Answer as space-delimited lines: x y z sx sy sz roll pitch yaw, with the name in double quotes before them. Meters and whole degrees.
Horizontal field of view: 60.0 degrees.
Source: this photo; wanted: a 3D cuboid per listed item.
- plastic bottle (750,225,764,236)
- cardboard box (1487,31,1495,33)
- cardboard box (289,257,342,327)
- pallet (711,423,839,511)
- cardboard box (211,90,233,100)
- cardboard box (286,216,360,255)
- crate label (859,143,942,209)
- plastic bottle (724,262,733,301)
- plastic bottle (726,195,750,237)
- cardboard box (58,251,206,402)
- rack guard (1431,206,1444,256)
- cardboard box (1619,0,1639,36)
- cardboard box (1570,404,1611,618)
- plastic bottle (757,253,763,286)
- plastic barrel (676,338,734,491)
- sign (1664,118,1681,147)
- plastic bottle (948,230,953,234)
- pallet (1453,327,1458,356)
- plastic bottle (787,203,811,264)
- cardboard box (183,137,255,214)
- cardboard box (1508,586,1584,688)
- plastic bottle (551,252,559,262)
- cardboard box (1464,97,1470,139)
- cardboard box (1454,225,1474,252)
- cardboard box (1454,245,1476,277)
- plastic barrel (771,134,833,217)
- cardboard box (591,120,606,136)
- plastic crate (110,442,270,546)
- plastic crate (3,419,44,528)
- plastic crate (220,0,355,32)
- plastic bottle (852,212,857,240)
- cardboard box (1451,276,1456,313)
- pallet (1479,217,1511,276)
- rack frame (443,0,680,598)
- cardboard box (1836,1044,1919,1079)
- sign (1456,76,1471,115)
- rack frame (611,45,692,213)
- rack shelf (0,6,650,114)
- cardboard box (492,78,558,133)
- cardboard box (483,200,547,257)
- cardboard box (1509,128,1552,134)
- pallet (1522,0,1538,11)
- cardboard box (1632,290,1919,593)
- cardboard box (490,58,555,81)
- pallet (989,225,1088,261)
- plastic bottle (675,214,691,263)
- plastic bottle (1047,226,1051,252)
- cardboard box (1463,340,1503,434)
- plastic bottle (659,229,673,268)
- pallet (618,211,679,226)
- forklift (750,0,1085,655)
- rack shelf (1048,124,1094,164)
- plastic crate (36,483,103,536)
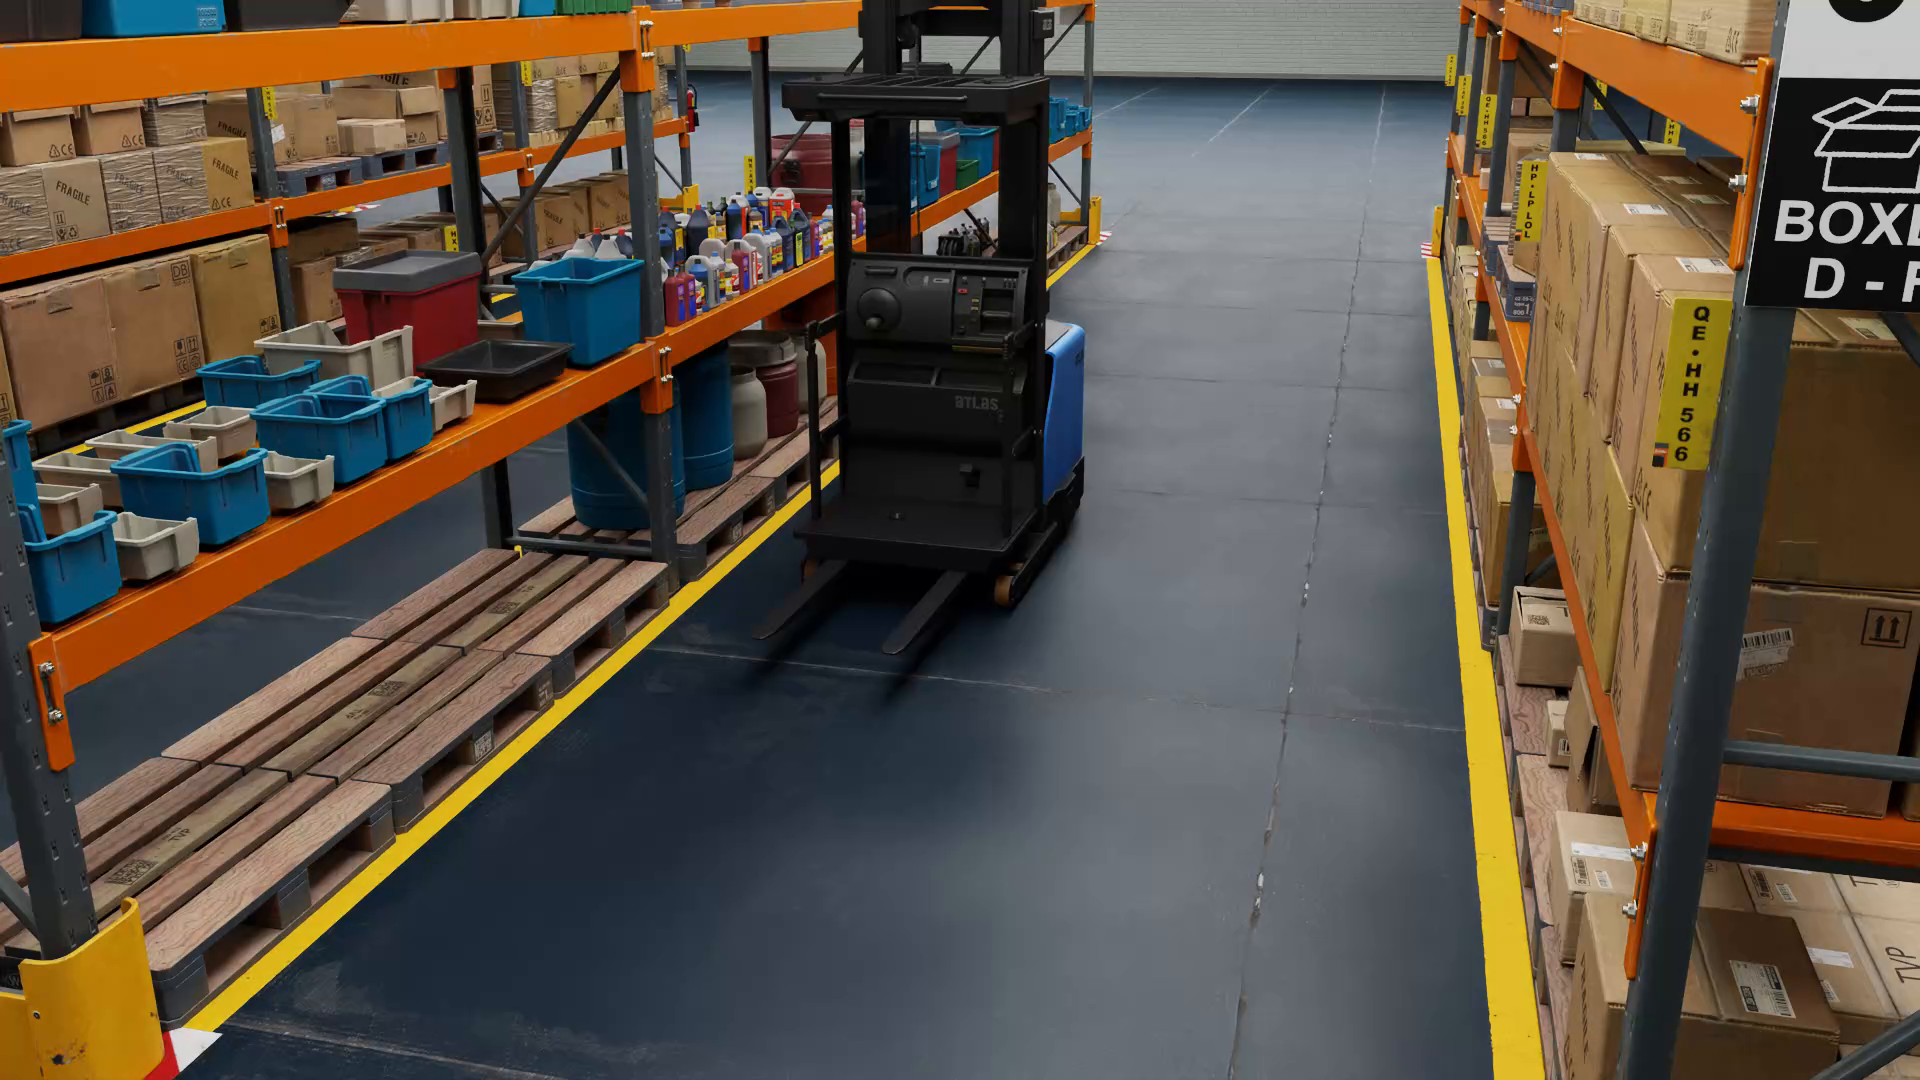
"plastic bottle" -1.193 -1.712 9.758 0.097 0.271 0.097 0 19 0
"cardboard box" 5.183 -4.420 15.325 0.700 0.500 0.500 5 19 13
"cardboard box" -5.603 -2.070 13.794 0.700 0.500 0.500 4 19 10
"pallet" -1.396 -0.491 10.298 1.003 0.211 1.213 5 19 13
"cardboard box" -9.085 -5.206 19.557 0.875 0.550 0.500 5 19 13
"cardboard box" -5.492 -2.593 14.165 0.500 0.250 0.500 7 20 20
"crate label" -0.439 -2.749 12.540 0.502 0.435 0.616 5 19 13
"plastic bottle" -1.271 -1.389 8.920 0.097 0.201 0.097 0 19 0
"plastic bottle" -1.476 -2.128 10.970 0.152 0.276 0.135 5 19 13
"cardboard box" -6.161 -1.533 11.673 1.225 0.875 0.875 5 19 14
"rack guard" 5.819 -3.382 18.315 1.175 0.500 0.348 5 19 13
"cardboard box" 2.154 -1.542 4.652 0.500 0.250 0.500 5 19 13
"cardboard box" 2.000 -0.070 4.598 0.500 0.500 0.500 5 19 14
"plastic bottle" -1.158 -1.534 9.345 0.097 0.201 0.097 0 19 0
"plastic barrel" -1.599 -0.785 9.443 0.600 0.901 0.708 5 19 13
"sign" 4.387 -2.520 10.257 0.100 0.325 0.005 5 19 13
"plastic bottle" -0.089 -2.875 16.382 0.144 0.351 0.185 4 19 12
"pallet" 4.693 -1.750 13.984 1.003 0.211 1.213 5 19 13
"plastic bottle" -0.988 -1.854 10.050 0.144 0.351 0.185 5 19 13
"cardboard box" -5.627 -2.706 12.316 0.500 0.500 0.500 5 20 15
"cardboard box" 2.569 0.383 6.906 0.500 0.311 0.500 5 19 13
"plastic bottle" -2.126 -1.358 8.704 0.061 0.283 0.133 5 19 13
"cardboard box" 5.686 -4.459 17.448 0.700 0.500 0.500 5 19 13
"cardboard box" 4.870 -2.874 15.406 0.500 0.500 0.500 5 19 13
"cardboard box" 4.493 -2.357 14.183 0.500 0.311 0.500 5 19 14
"plastic barrel" -1.124 -2.676 12.171 0.600 0.536 0.708 5 19 13
"cardboard box" -4.072 -4.483 18.060 0.380 0.149 0.250 5 19 13
"plastic crate" -2.358 -0.142 5.128 0.416 0.233 0.300 5 19 13
"plastic crate" -2.998 -0.100 4.691 0.616 0.435 0.499 5 19 13
"plastic crate" -2.259 -1.782 5.219 0.504 0.338 0.767 5 19 13
"plastic bottle" -0.731 -2.081 10.946 0.097 0.201 0.097 0 19 0
"cardboard box" 4.497 -2.094 14.282 0.500 0.250 0.500 4 19 12
"pallet" 3.761 -1.741 9.941 1.213 0.211 1.003 5 19 13
"rack frame" -1.921 -1.188 8.026 1.000 3.000 0.127 5 19 13
"cardboard box" 2.400 1.408 4.128 0.380 0.166 0.250 5 19 13
"sign" 4.297 -3.794 14.193 0.100 0.325 0.005 5 19 13
"rack frame" -3.792 -5.341 20.183 1.000 3.000 0.127 5 19 13
"rack shelf" -2.410 -1.641 5.822 1.077 0.370 4.000 5 19 13
"cardboard box" -4.600 -4.411 16.847 0.875 0.500 0.500 5 19 13
"cardboard box" -4.633 -3.225 17.206 0.500 0.500 0.500 4 19 12
"cardboard box" 4.503 -2.946 13.018 0.500 0.500 0.500 6 20 17
"pallet" 3.359 -2.651 7.958 1.213 0.211 1.003 5 19 13
"cardboard box" 1.746 -0.224 3.501 0.500 0.500 0.500 4 19 13
"cardboard box" -4.413 -4.869 16.641 0.500 0.500 0.500 5 19 13
"pallet" 0.834 -3.348 18.664 1.003 0.211 1.213 5 19 13
"plastic bottle" -1.702 -1.839 10.122 0.152 0.276 0.135 5 19 13
"plastic bottle" 0.865 -3.138 17.268 0.152 0.276 0.135 4 19 12
"cardboard box" 3.470 -0.955 10.529 0.500 0.500 0.500 6 20 16
"plastic bottle" -1.711 -1.660 9.606 0.097 0.271 0.097 0 19 0
"pallet" -4.044 -3.745 19.827 1.003 0.211 1.213 5 19 13
"forklift" -0.175 -1.191 8.141 1.130 2.935 3.031 5 20 15
"rack shelf" 0.522 -3.982 17.319 1.077 0.370 4.000 5 19 13
"plastic crate" -2.875 -0.108 5.179 0.396 0.136 0.243 5 19 13
